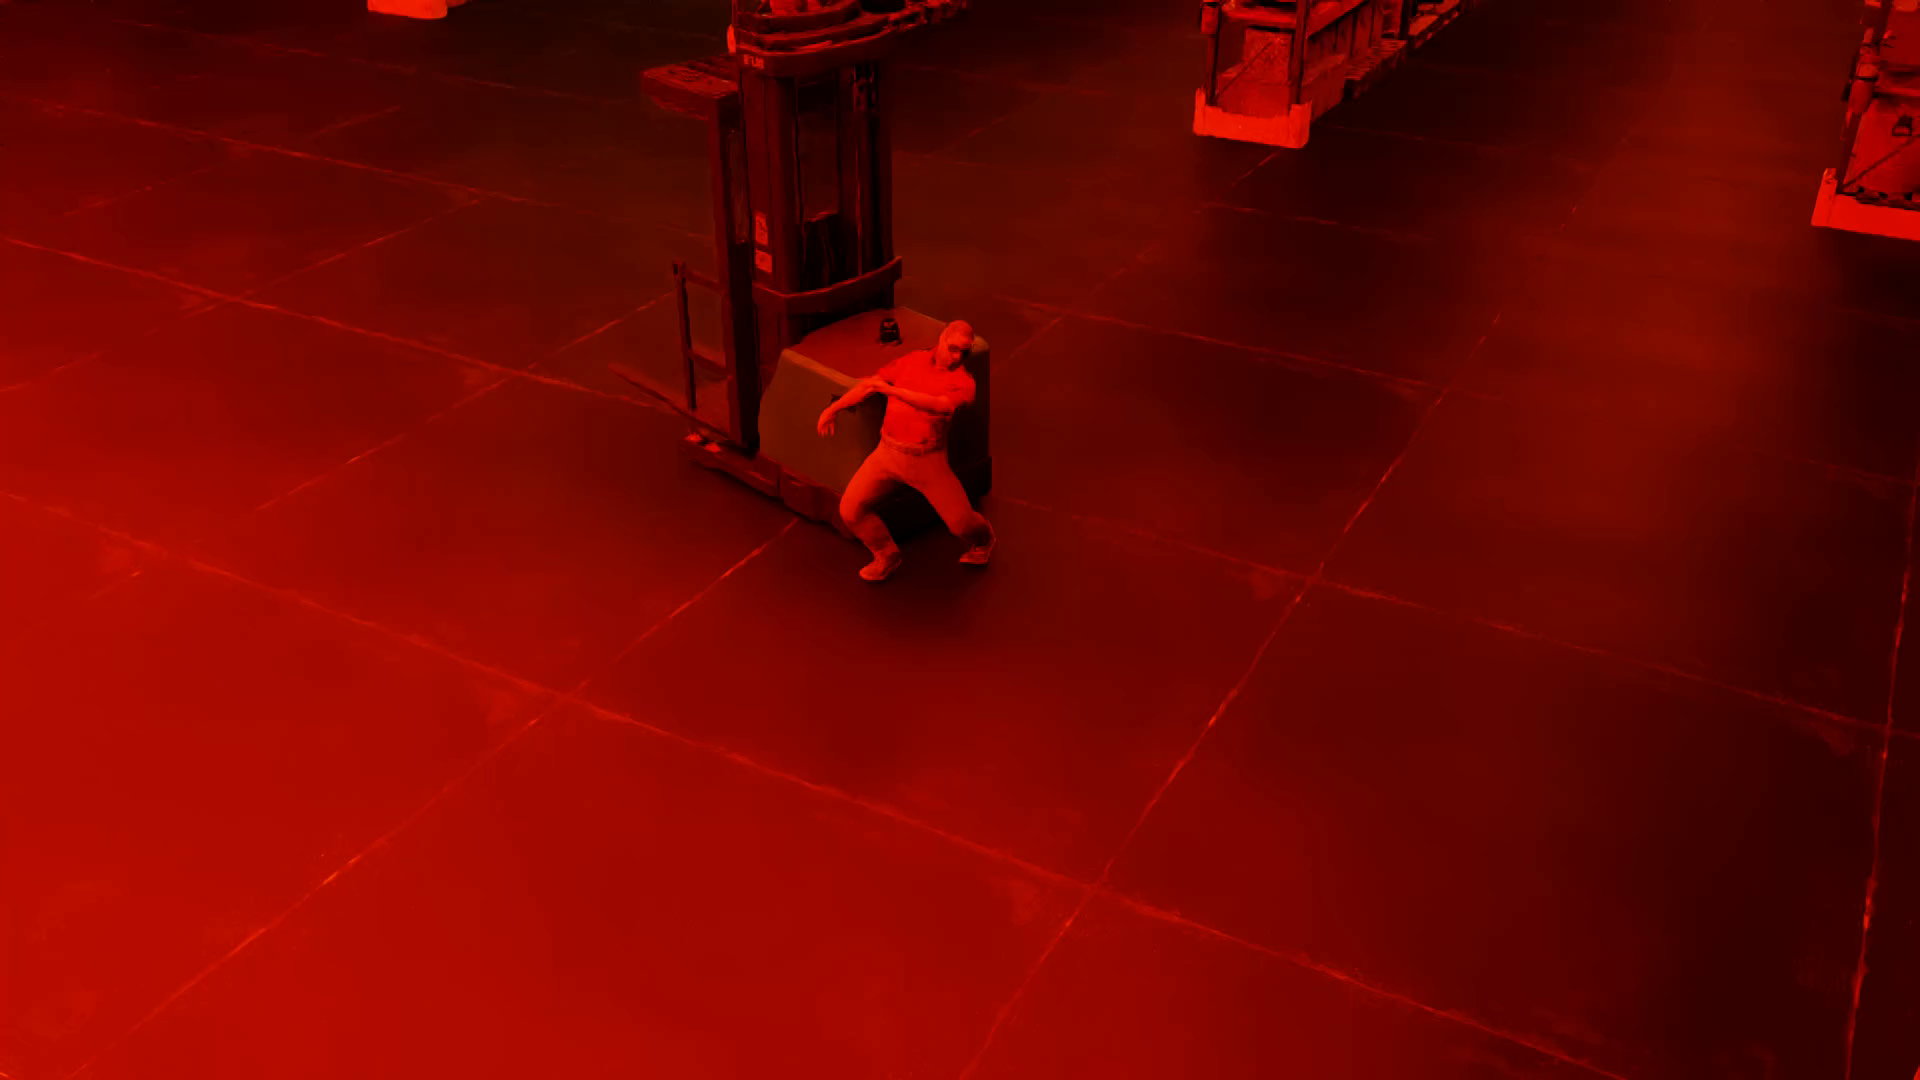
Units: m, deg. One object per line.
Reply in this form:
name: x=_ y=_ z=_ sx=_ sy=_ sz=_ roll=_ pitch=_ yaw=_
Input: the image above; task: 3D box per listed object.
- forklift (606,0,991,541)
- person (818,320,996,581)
forklift: x=-1.195 y=-1.890 z=10.346 sx=1.130 sy=2.935 sz=3.031 roll=-26 pitch=39 yaw=-37
person: x=-0.339 y=-0.479 z=9.272 sx=0.953 sy=1.502 sz=0.800 roll=12 pitch=32 yaw=19
